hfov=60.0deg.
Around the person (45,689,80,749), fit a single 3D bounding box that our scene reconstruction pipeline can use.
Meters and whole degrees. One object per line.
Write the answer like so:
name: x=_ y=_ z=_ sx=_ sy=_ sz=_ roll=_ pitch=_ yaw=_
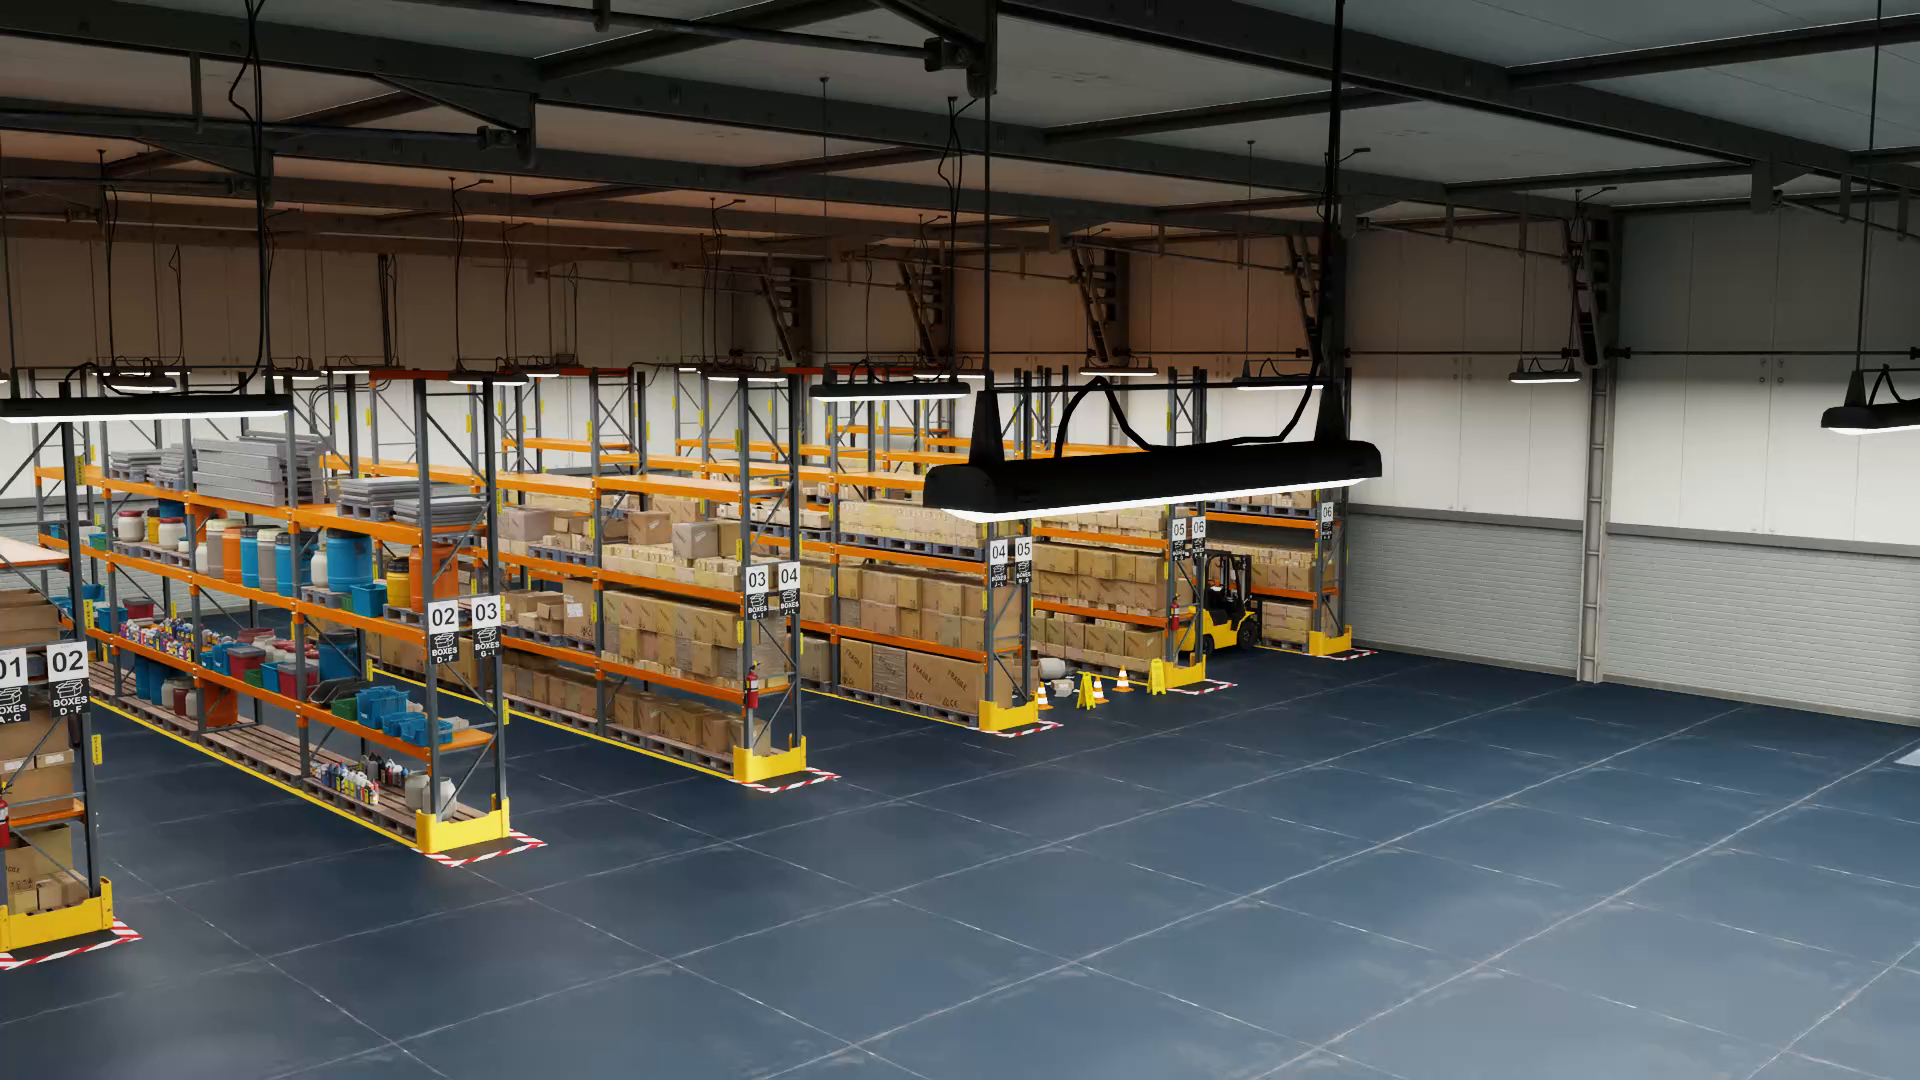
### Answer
person: x=-14.316 y=2.512 z=26.582 sx=0.511 sy=1.678 sz=0.705 roll=5 pitch=8 yaw=40
